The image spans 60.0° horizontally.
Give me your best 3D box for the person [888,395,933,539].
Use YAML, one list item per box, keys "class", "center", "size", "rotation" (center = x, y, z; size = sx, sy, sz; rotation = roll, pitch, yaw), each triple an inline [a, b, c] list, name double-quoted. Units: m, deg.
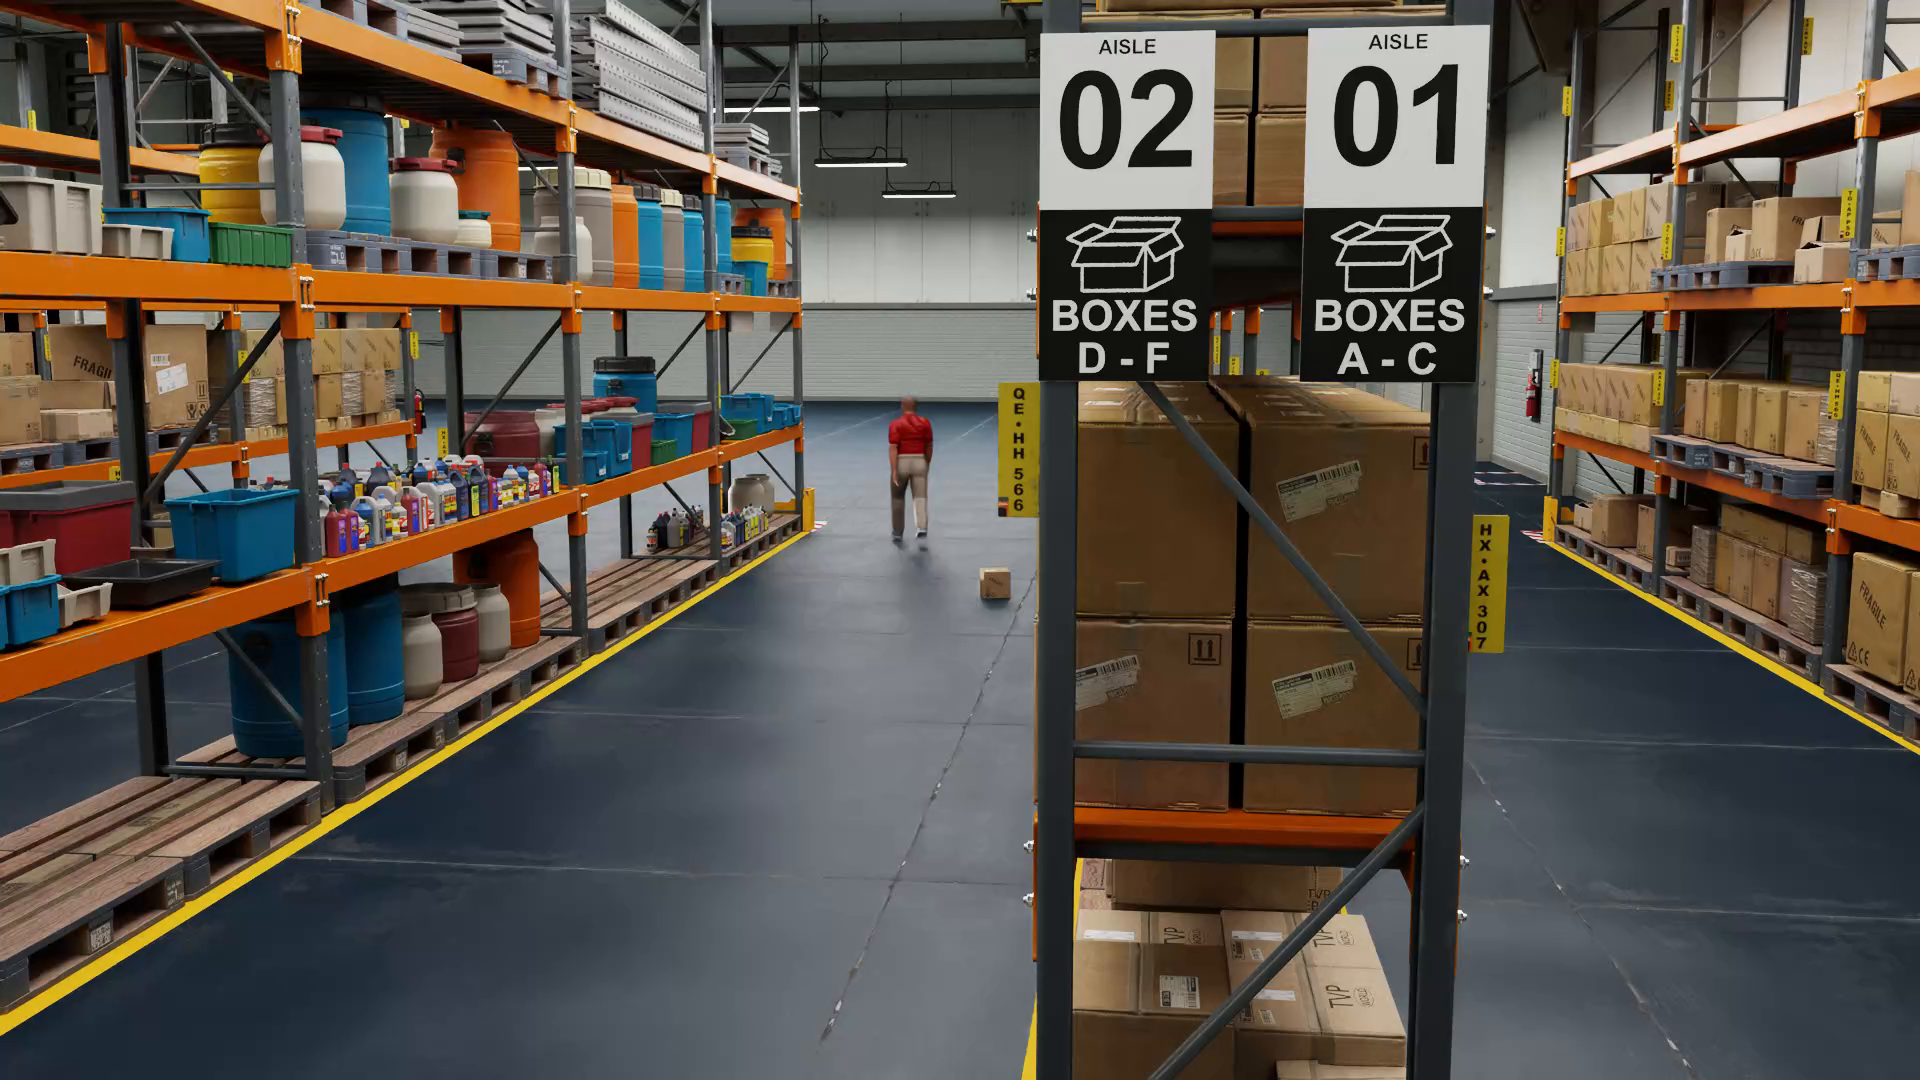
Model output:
- class: "person"
  center: [-0.569, -0.827, 19.115]
  size: [0.530, 1.680, 0.997]
  rotation: [-1, 8, -9]
